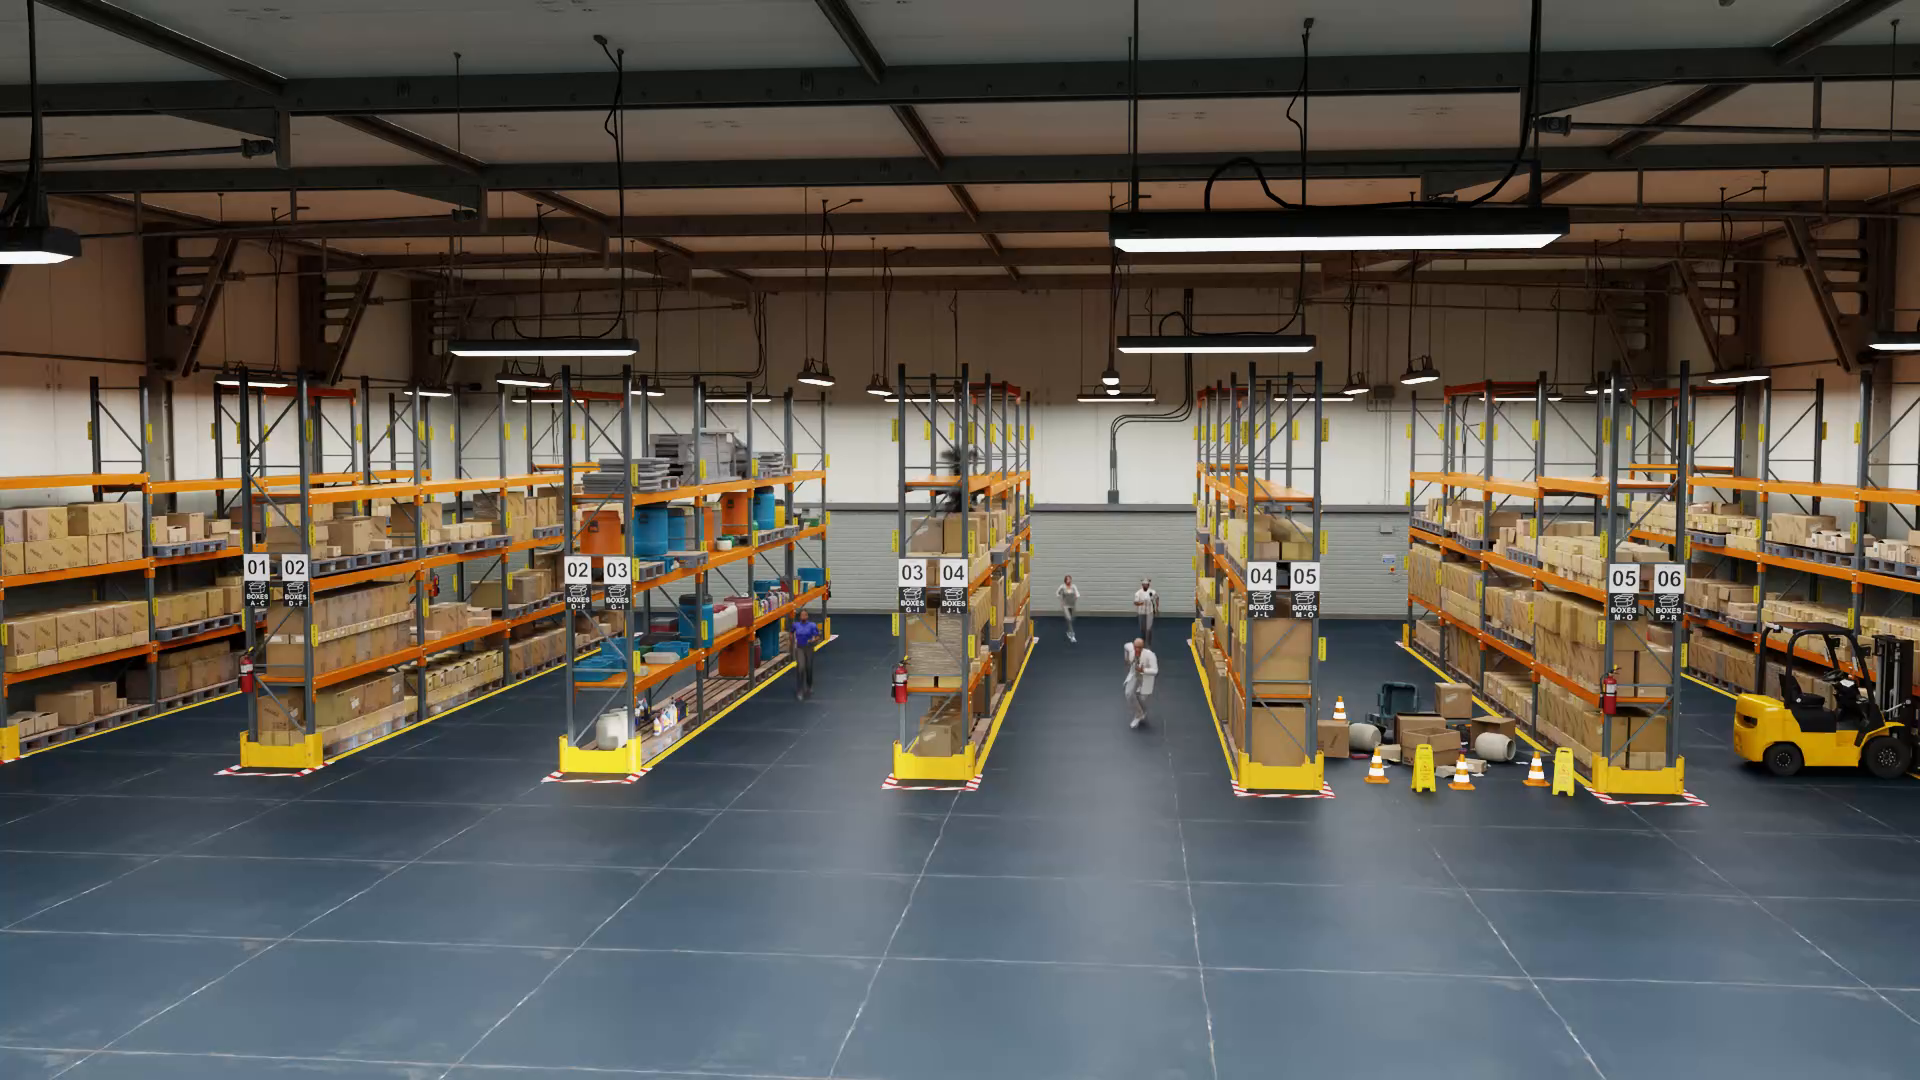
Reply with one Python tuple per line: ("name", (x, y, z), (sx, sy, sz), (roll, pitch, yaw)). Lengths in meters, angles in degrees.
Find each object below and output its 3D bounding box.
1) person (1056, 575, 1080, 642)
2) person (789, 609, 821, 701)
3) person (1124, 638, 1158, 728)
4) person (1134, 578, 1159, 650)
("person", (2.604, 1.628, 39.961), (0.537, 1.588, 0.845), (-1, 4, -14))
("person", (-2.931, 2.145, 31.436), (0.597, 1.704, 0.790), (0, 4, -4))
("person", (3.112, 2.473, 28.497), (0.692, 1.447, 1.239), (1, 4, 19))
("person", (4.243, 1.682, 37.932), (0.546, 1.663, 0.832), (1, 4, 12))
